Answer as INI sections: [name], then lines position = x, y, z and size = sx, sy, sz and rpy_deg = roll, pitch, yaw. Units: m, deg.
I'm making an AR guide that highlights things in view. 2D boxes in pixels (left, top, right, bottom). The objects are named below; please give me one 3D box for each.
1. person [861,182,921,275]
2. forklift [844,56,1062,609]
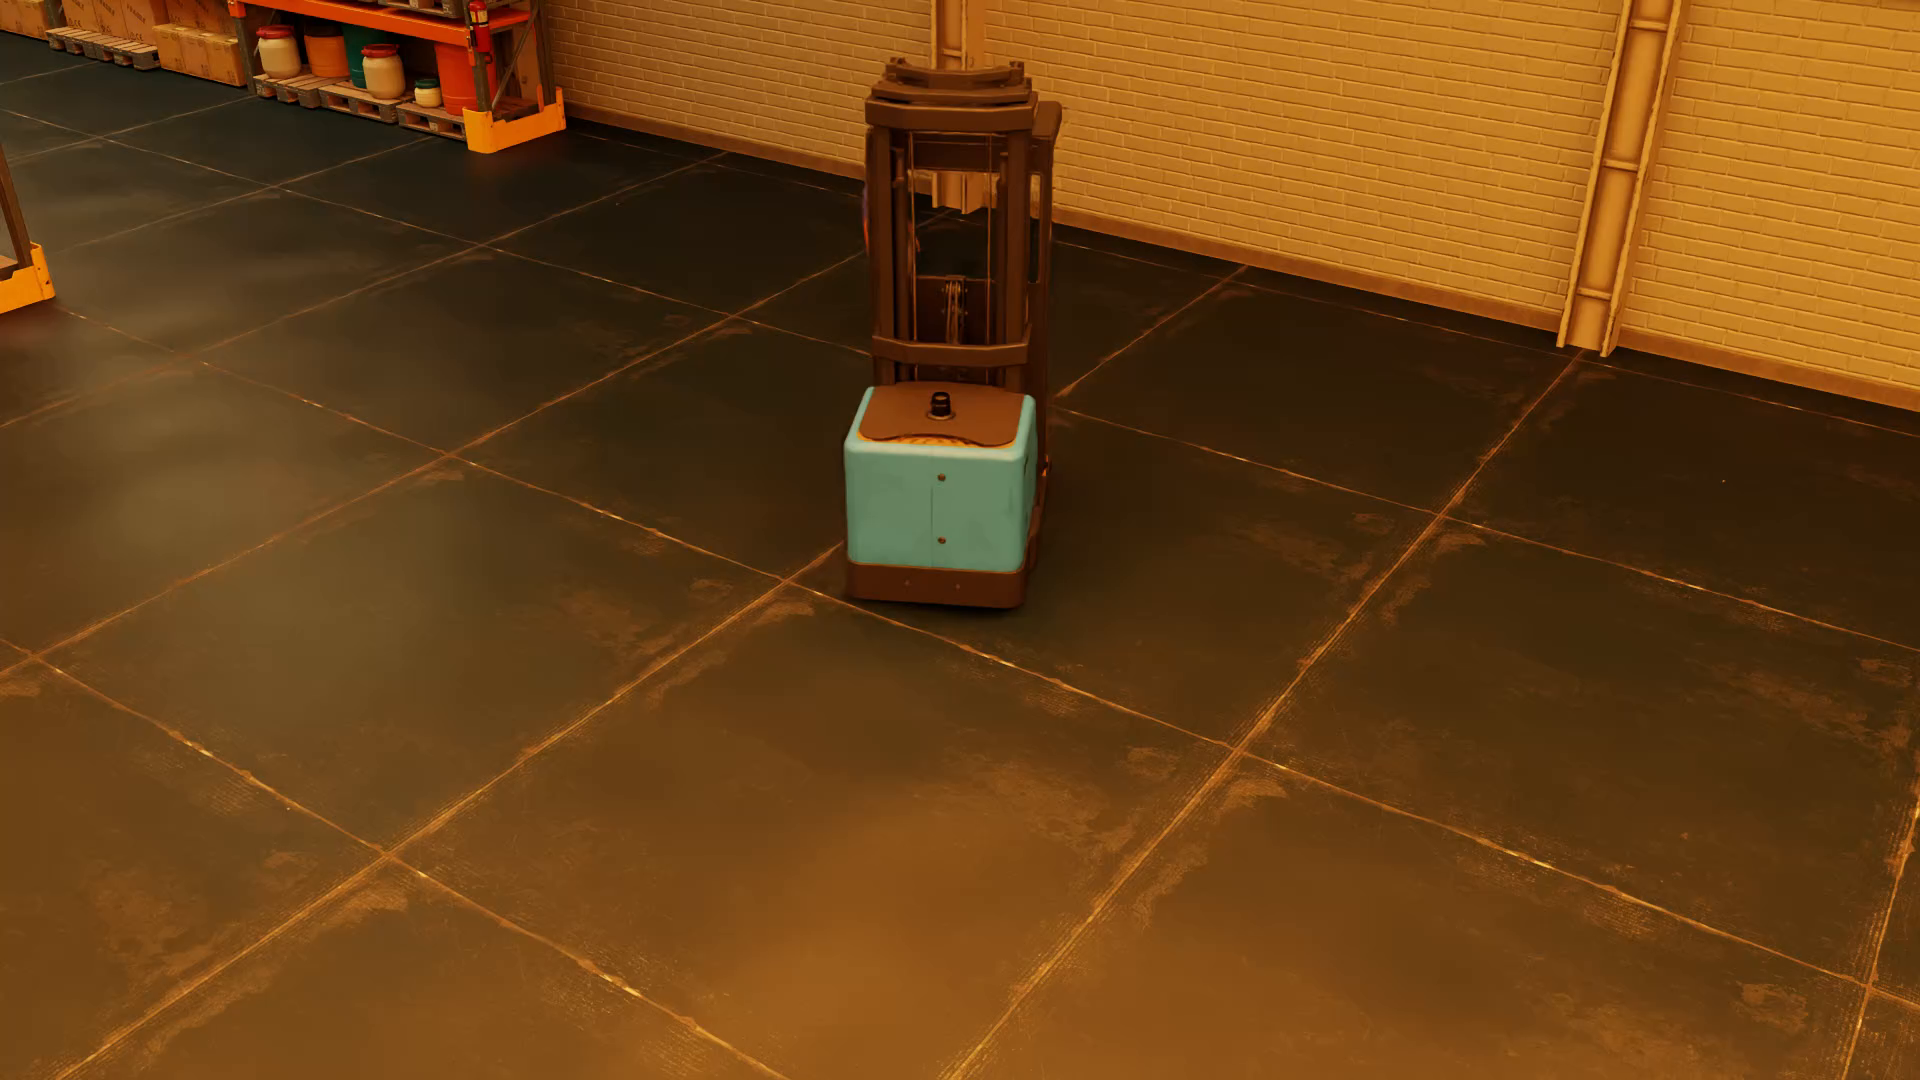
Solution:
[person]
position = -0.437, -2.202, 12.686
size = 0.575, 1.646, 0.580
rpy_deg = 13, 33, 22
[forklift]
position = 0.026, -1.587, 10.314
size = 1.130, 2.935, 3.031
rpy_deg = 4, 30, 6
